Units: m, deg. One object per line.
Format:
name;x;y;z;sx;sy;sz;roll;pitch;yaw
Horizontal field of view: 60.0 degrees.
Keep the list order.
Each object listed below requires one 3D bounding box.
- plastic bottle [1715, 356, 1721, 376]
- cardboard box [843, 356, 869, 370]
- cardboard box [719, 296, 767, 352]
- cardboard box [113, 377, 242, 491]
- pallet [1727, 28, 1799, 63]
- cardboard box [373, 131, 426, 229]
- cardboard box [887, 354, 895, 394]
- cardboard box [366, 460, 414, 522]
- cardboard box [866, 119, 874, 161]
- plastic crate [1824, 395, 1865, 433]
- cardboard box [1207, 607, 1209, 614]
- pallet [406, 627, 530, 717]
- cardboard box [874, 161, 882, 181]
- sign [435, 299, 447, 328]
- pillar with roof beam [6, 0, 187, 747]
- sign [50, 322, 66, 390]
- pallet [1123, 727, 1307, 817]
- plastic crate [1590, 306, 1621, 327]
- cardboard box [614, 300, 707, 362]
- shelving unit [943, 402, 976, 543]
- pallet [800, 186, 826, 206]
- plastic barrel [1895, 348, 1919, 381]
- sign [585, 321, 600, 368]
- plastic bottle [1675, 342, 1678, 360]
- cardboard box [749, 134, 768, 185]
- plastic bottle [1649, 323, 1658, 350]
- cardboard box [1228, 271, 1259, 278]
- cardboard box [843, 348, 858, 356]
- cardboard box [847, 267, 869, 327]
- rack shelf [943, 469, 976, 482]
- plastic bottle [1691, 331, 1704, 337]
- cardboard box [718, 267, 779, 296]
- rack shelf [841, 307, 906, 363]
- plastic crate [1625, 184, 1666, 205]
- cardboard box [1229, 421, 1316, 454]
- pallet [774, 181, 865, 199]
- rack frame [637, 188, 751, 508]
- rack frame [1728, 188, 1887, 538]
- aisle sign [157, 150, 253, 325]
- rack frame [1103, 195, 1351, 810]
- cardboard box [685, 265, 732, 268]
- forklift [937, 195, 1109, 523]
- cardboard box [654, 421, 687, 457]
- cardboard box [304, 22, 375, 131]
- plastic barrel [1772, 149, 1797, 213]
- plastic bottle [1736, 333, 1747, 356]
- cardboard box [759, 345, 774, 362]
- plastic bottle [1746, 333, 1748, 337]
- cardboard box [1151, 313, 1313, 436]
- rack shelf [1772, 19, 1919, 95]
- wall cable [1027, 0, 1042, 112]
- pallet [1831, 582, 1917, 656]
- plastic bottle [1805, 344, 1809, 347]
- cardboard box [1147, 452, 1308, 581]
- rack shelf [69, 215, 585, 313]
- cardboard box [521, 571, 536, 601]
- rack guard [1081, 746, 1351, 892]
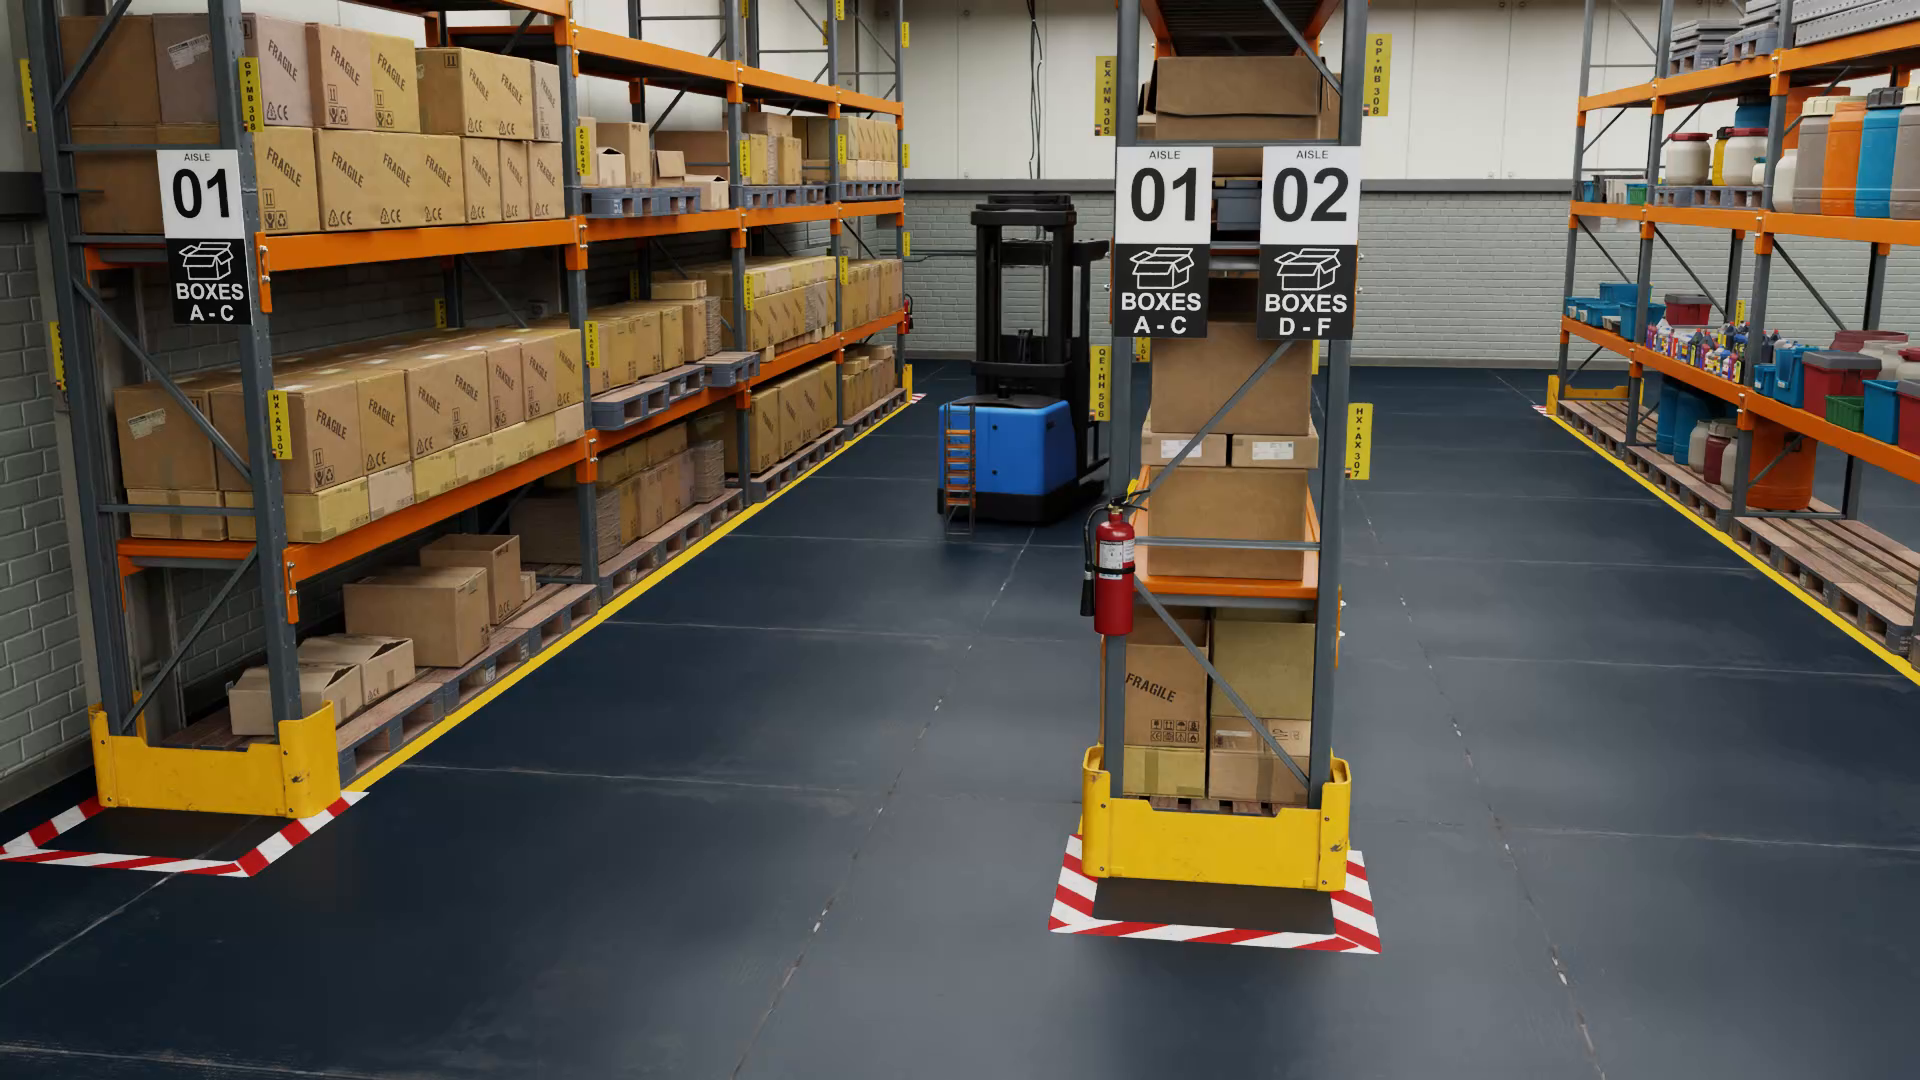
plastic bottle;7.031;-1.615;15.337;0.097;0.201;0.097;0;12;0
cardboard box;-1.371;-2.262;21.265;0.380;0.149;0.250;2;12;7
cardboard box;-2.188;-2.099;16.123;0.500;0.500;0.500;2;12;10
cardboard box;-3.883;-0.545;8.431;0.500;0.500;0.500;2;12;8
pallet;7.415;-4.275;14.369;1.213;0.211;1.003;2;12;9
cardboard box;-3.253;-1.942;8.981;0.500;0.500;0.500;2;12;11
cardboard box;-1.294;-2.302;22.992;0.700;0.500;0.500;2;12;9
cardboard box;-3.291;-0.273;8.950;0.500;0.250;0.500;1;12;7
cardboard box;-1.370;-4.998;20.788;0.500;0.500;0.500;2;12;9
plastic crate;6.648;-0.917;12.130;0.450;0.188;0.662;2;12;9
cardboard box;1.315;0.153;10.413;0.500;0.500;0.500;2;12;9
pallet;-3.384;0.789;10.331;1.003;0.211;1.213;2;12;9
cardboard box;-1.289;-4.737;21.355;0.500;0.250;0.500;2;12;7
sign;-3.679;-1.553;11.831;0.100;0.325;0.005;2;12;9
pillar with roof beam;-0.239;-3.104;7.536;9.100;9.000;0.400;2;12;9
sign;-4.291;-0.880;7.957;0.100;0.325;0.005;2;12;9
pallet;1.226;1.225;8.307;1.003;0.211;1.213;2;12;9
plastic crate;7.892;-2.717;20.235;0.416;0.233;0.300;2;12;9
cardboard box;-2.637;-1.851;14.680;0.700;0.500;0.500;1;12;3
shelving unit;-0.002;-0.584;14.353;0.258;1.200;0.189;2;12;9
pallet;-1.992;-3.815;18.411;0.805;0.209;1.217;1;12;6
plastic barrel;7.202;-1.150;12.387;0.433;0.535;0.433;0;12;0
sign;-2.593;-1.377;11.707;0.100;0.325;0.005;2;12;9
plastic bottle;7.254;-1.917;16.740;0.097;0.201;0.097;0;12;0
cardboard box;-2.370;-3.862;16.893;0.700;0.500;0.500;3;12;12
plastic bottle;7.391;-2.167;17.704;0.061;0.283;0.133;2;12;9
cardboard box;3.346;-3.102;19.156;0.500;0.500;0.500;2;12;10
cardboard box;-1.588;-2.494;22.343;0.380;0.149;0.250;2;12;9
cardboard box;-1.683;-3.046;20.794;0.980;0.700;0.700;2;12;7
rack shelf;-0.002;-0.540;14.362;0.258;0.103;0.180;2;12;9
plastic bottle;7.449;-1.972;16.817;0.152;0.276;0.135;2;12;9
cardboard box;-2.109;-2.571;16.533;0.500;0.250;0.500;2;12;8
rack shelf;-1.593;-2.700;21.608;1.077;0.370;4.000;2;12;9
plastic crate;7.714;-3.898;18.740;0.416;0.233;0.300;2;12;9
cardboard box;1.461;-0.473;7.791;0.380;0.149;0.250;2;12;7
pallet;-1.764;-4.228;20.082;1.003;0.211;1.213;2;12;9
rack frame;-2.515;-1.802;15.737;1.000;3.000;0.127;2;12;9
rack frame;7.274;-1.481;14.247;1.000;3.000;0.127;2;12;9
aisle sign;-3.460;-1.383;7.621;0.394;0.787;0.004;2;12;9
rack frame;1.150;0.023;7.268;1.000;3.000;0.127;2;12;9
cardboard box;-2.536;-2.690;17.085;0.500;0.250;0.500;2;12;7
forklift;0.788;-1.855;16.146;1.130;2.935;3.031;5;13;20
cardboard box;-2.724;-0.894;14.630;0.500;0.250;0.500;2;12;10
cardboard box;-3.319;-2.326;8.388;0.500;0.500;0.500;2;12;8
plastic barrel;6.923;-2.948;13.665;0.421;0.512;0.421;0;12;0
plastic bottle;7.867;-1.950;16.726;0.097;0.271;0.097;0;12;0
cardboard box;-2.064;-1.855;16.530;0.380;0.149;0.250;2;12;10
plastic bottle;8.014;-1.980;16.855;0.152;0.276;0.135;2;12;9
cardboard box;1.242;-0.768;7.621;0.700;0.500;0.500;2;12;9
rack shelf;6.966;-3.451;11.801;1.077;0.370;4.000;2;12;9
wall cable;2.611;-8.429;27.630;3.097;2.526;0.112;2;12;9
pallet;6.741;0.550;11.441;1.003;0.211;1.213;2;12;9
plastic bottle;7.832;-1.675;15.421;0.061;0.283;0.133;2;12;9
cardboard box;1.234;-0.123;7.706;0.700;0.500;0.500;2;12;9
rack shelf;-3.438;-1.668;9.701;1.077;0.370;4.000;2;12;9
cardboard box;-3.183;0.313;11.604;0.380;0.166;0.250;0;12;1
rack guard;1.146;1.250;7.508;1.175;0.500;0.348;2;12;9
